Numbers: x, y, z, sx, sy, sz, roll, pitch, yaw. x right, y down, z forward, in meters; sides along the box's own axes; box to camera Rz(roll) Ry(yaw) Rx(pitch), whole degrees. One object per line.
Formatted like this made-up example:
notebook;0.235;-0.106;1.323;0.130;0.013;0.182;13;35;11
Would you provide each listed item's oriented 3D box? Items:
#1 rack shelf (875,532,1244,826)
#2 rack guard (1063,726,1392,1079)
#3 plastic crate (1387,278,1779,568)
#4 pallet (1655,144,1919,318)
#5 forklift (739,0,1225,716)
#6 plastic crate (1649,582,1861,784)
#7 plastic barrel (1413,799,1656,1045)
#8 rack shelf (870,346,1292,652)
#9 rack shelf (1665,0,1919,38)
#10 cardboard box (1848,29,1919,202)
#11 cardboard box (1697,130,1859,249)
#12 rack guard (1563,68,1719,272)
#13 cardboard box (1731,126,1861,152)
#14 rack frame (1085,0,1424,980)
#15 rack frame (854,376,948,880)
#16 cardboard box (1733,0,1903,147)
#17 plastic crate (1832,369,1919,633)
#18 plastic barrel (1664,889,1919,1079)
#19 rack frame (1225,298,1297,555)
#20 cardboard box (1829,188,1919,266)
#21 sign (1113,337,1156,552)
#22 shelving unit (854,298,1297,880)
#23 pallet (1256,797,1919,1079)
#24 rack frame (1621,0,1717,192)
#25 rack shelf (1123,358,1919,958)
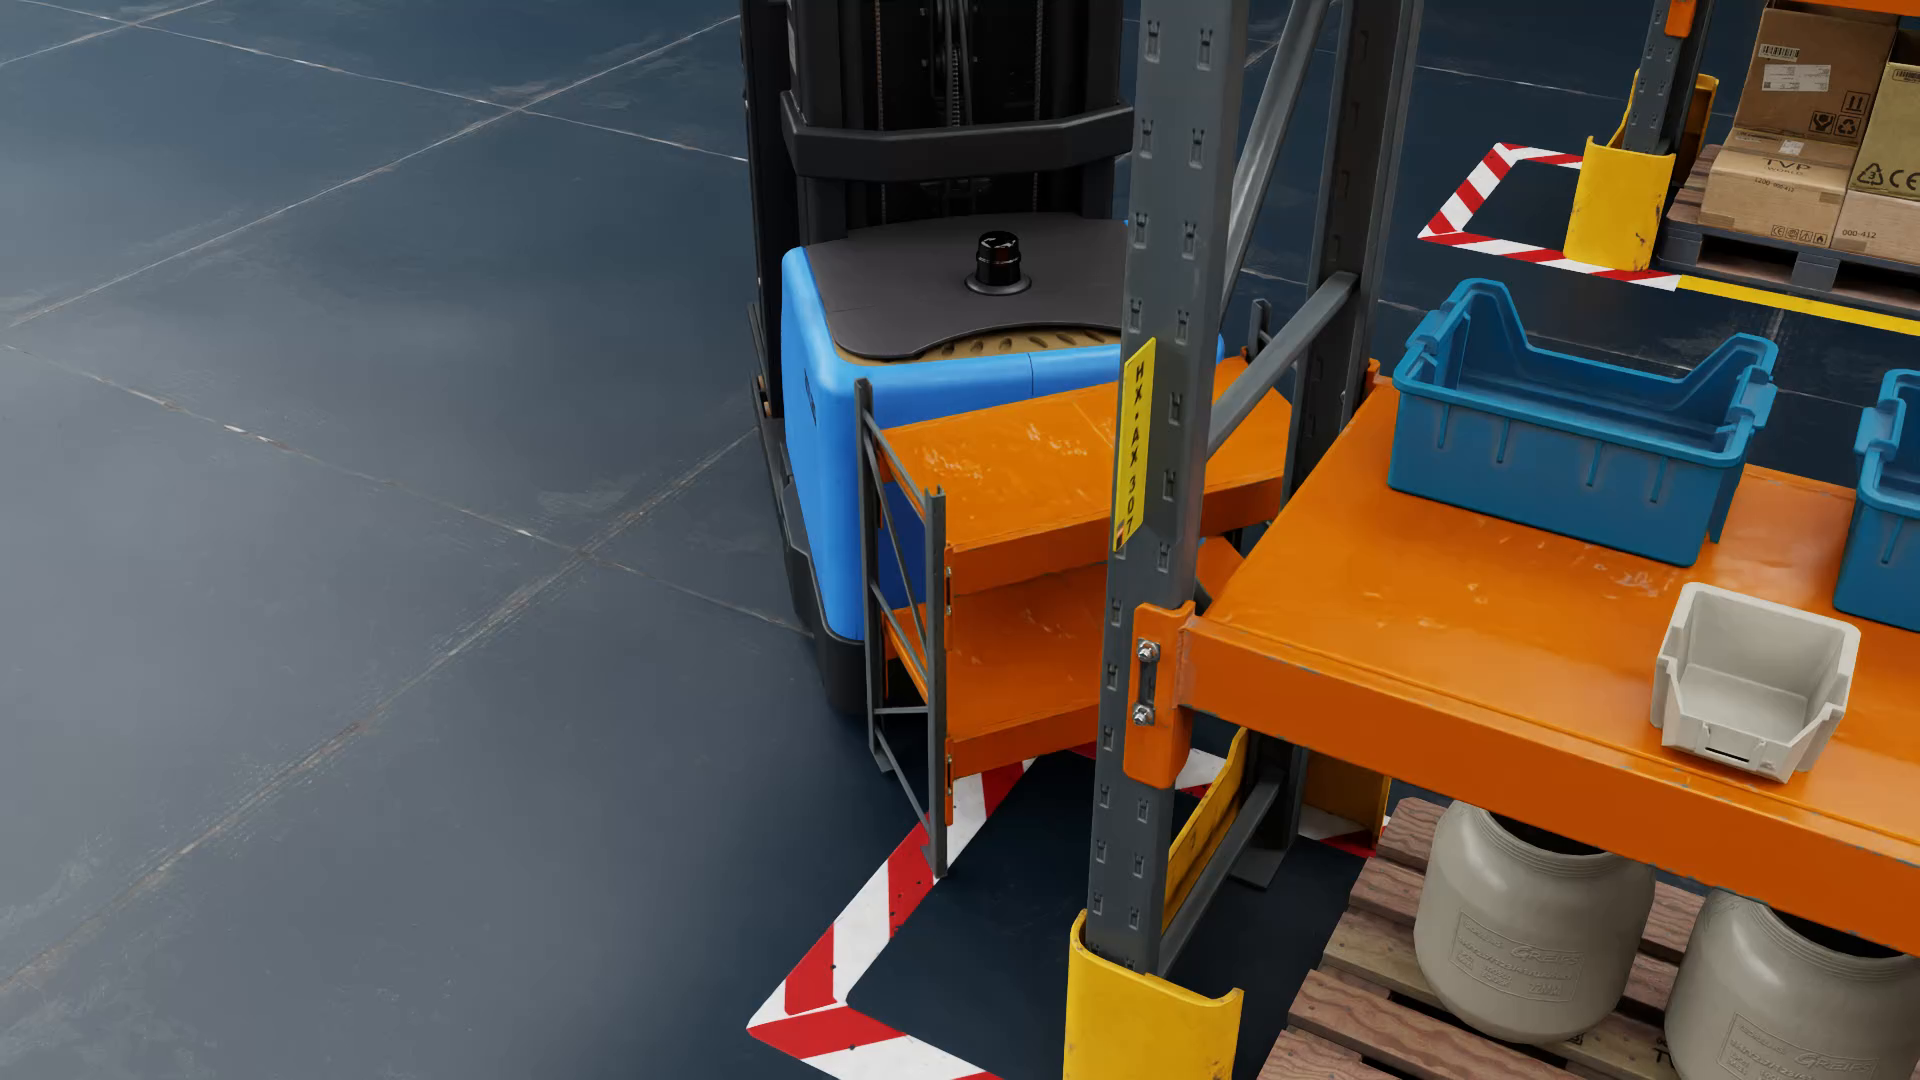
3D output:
rack shelf;0.339;0.314;4.171;1.000;0.278;0.538;-13;38;-17
rack guard;0.628;0.750;3.672;0.348;0.500;1.175;18;37;24
plastic crate;1.122;-0.233;3.027;0.616;0.251;0.499;18;37;24
pallet;3.685;-1.320;7.042;1.213;0.211;1.003;18;37;24
forklift;-0.125;-1.562;4.951;1.130;2.935;3.031;-6;34;-10
plastic crate;1.156;0.222;2.448;0.250;0.136;0.298;18;37;24
plastic barrel;1.148;0.717;3.333;0.421;0.512;0.421;0;34;0
rack shelf;0.340;-0.119;3.852;1.000;0.278;0.538;-13;38;-17
rack shelf;4.736;-1.821;5.928;4.000;0.370;1.077;18;37;24
cardboard box;3.790;-1.622;6.405;0.500;0.500;0.500;18;37;24
cardboard box;3.355;-1.447;6.818;0.500;0.250;0.500;18;37;24
rack guard;2.979;-1.637;7.257;0.348;0.500;1.175;18;37;24
cardboard box;3.612;-1.696;7.192;0.500;0.250;0.500;18;37;24
rack frame;0.539;-0.288;2.977;0.127;3.000;1.000;18;37;24
rack frame;-0.134;0.227;3.876;0.032;1.125;0.500;-13;38;-17
cardboard box;3.613;-2.009;6.986;0.500;0.500;0.500;18;37;24
plastic crate;1.683;-0.051;2.755;0.408;0.251;0.499;18;37;24
plastic barrel;1.583;0.854;3.126;0.421;0.512;0.421;0;34;0
rack frame;0.812;0.007;4.176;0.032;1.125;0.500;-13;38;-17
cardboard box;3.791;-1.311;6.614;0.500;0.250;0.500;18;37;24
sign;0.262;-0.140;2.504;0.005;0.325;0.100;18;37;24
shelving unit;0.339;0.117;4.026;1.048;1.125;0.538;-13;38;-17
pallet;1.331;1.097;3.413;1.213;0.211;1.003;18;37;24
rack frame;3.000;-2.671;6.555;0.127;3.000;1.000;18;37;24
rack shelf;2.275;0.561;2.350;4.000;0.370;1.077;18;37;24
